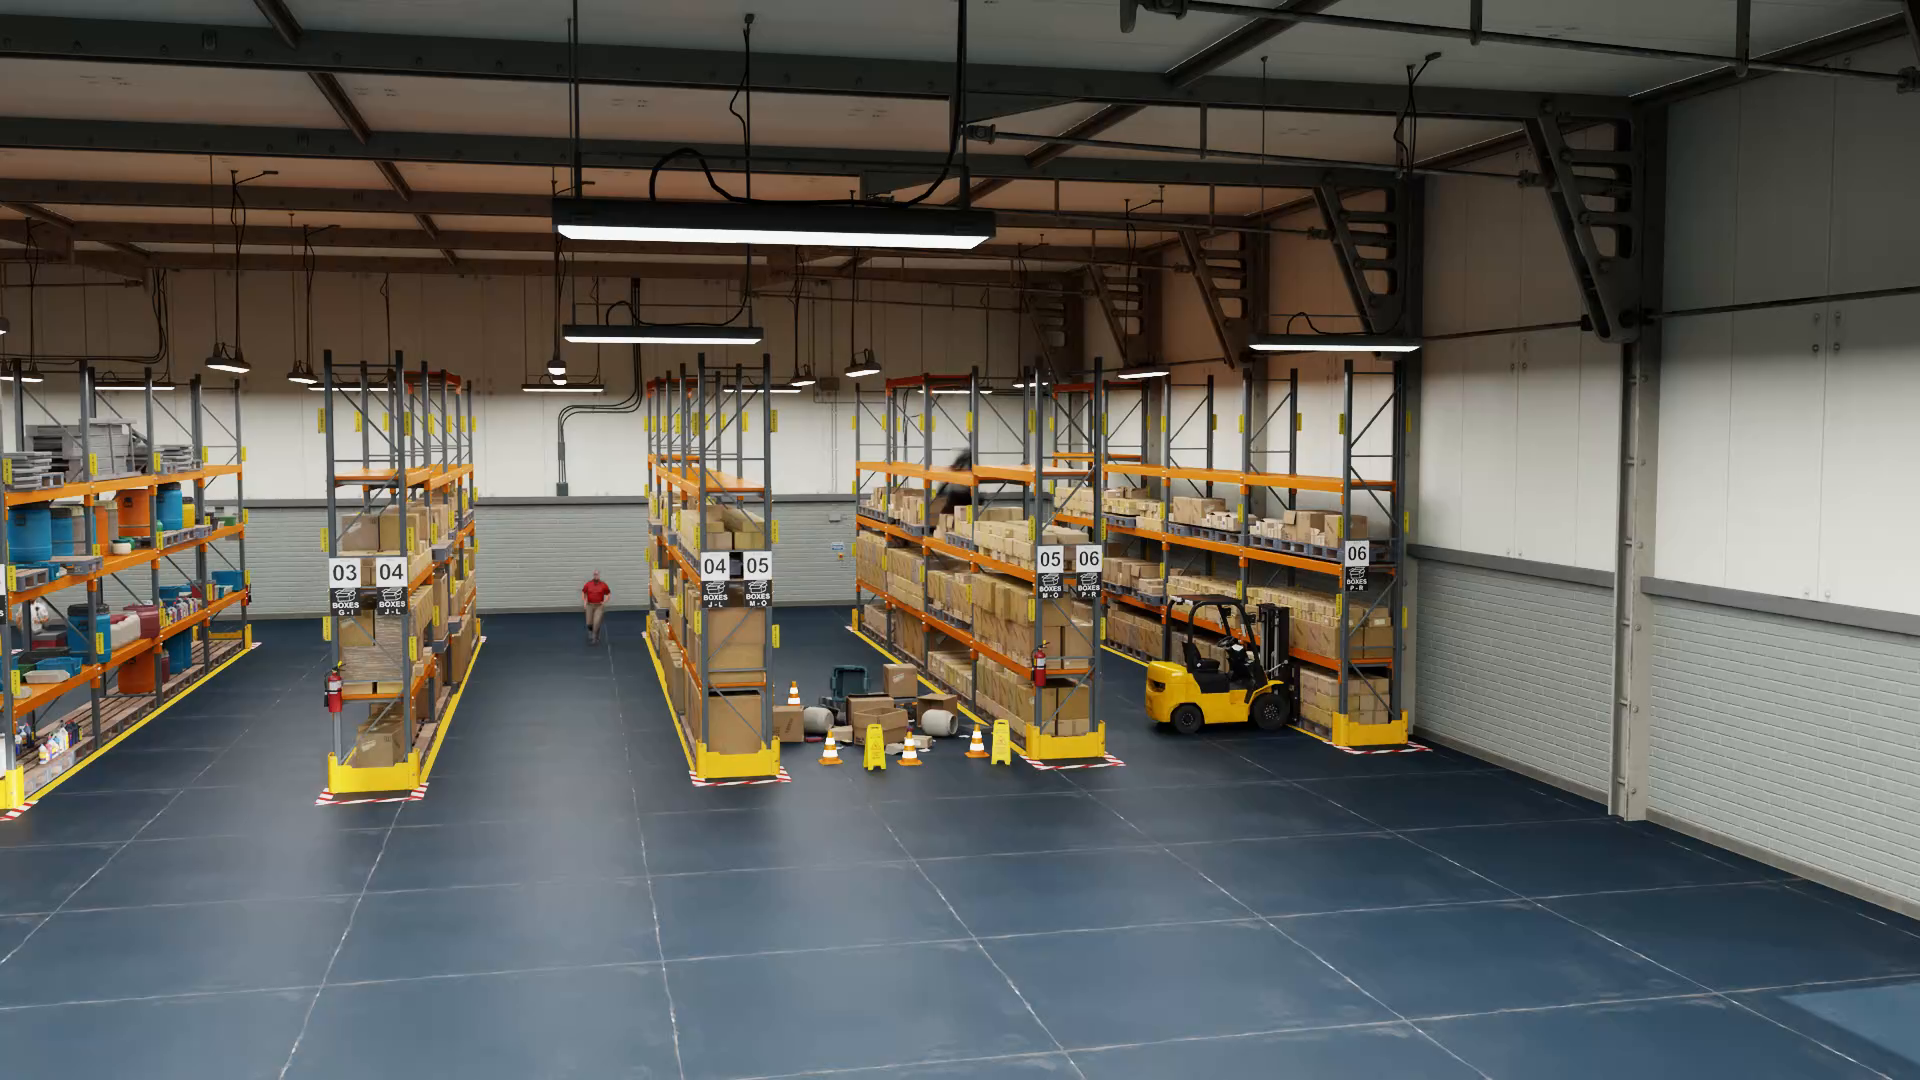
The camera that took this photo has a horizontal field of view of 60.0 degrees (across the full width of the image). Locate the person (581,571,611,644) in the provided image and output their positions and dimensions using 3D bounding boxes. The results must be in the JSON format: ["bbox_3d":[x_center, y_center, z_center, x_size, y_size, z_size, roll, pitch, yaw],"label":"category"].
[{"bbox_3d":[-8.307,1.530,37.967,0.668,1.665,0.620,0,4,-6],"label":"person"}]

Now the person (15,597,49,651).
[{"bbox_3d":[-18.788,1.844,33.674,0.619,1.632,0.774,-2,4,-21],"label":"person"}]
